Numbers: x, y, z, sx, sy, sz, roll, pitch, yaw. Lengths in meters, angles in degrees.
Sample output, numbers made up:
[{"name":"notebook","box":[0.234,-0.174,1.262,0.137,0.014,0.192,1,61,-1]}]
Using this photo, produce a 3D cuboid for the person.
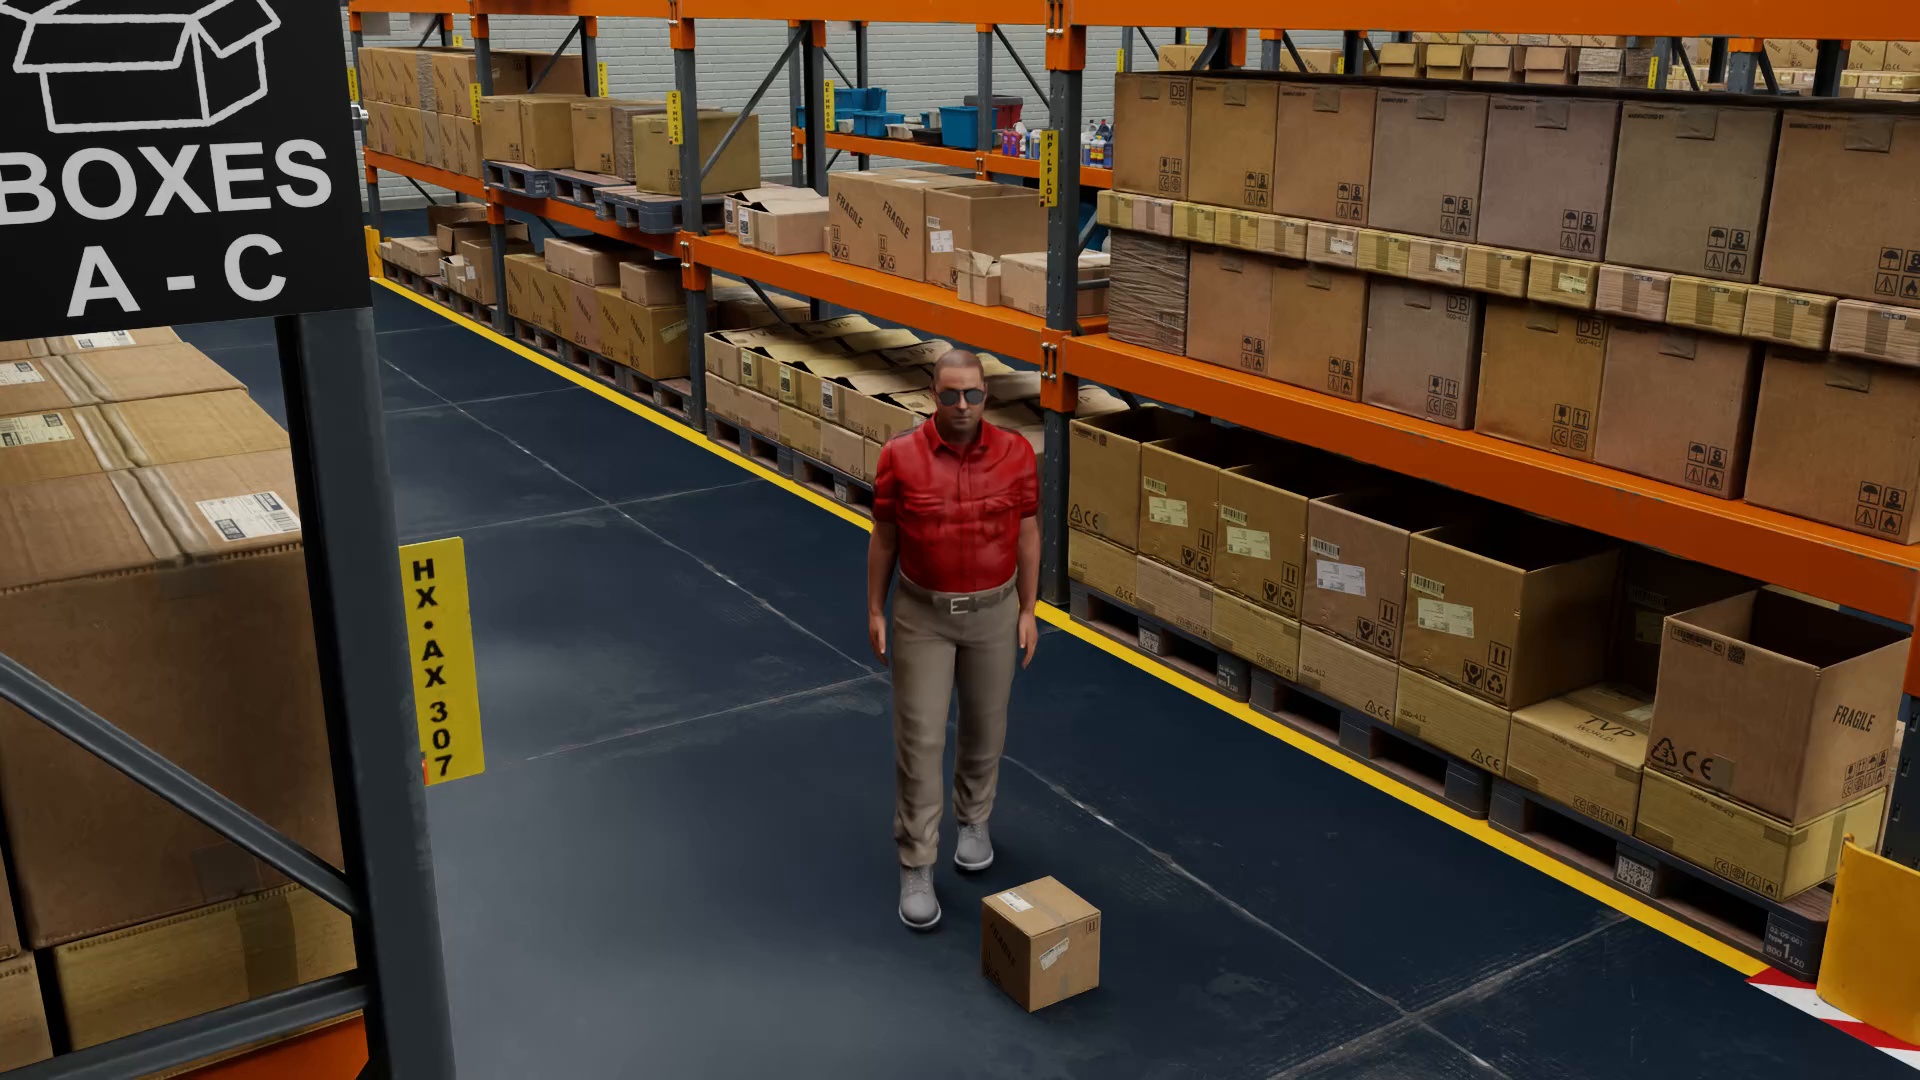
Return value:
[{"name":"person","box":[-0.059,0.313,5.091,0.537,1.722,0.667,-1,18,-4]}]
